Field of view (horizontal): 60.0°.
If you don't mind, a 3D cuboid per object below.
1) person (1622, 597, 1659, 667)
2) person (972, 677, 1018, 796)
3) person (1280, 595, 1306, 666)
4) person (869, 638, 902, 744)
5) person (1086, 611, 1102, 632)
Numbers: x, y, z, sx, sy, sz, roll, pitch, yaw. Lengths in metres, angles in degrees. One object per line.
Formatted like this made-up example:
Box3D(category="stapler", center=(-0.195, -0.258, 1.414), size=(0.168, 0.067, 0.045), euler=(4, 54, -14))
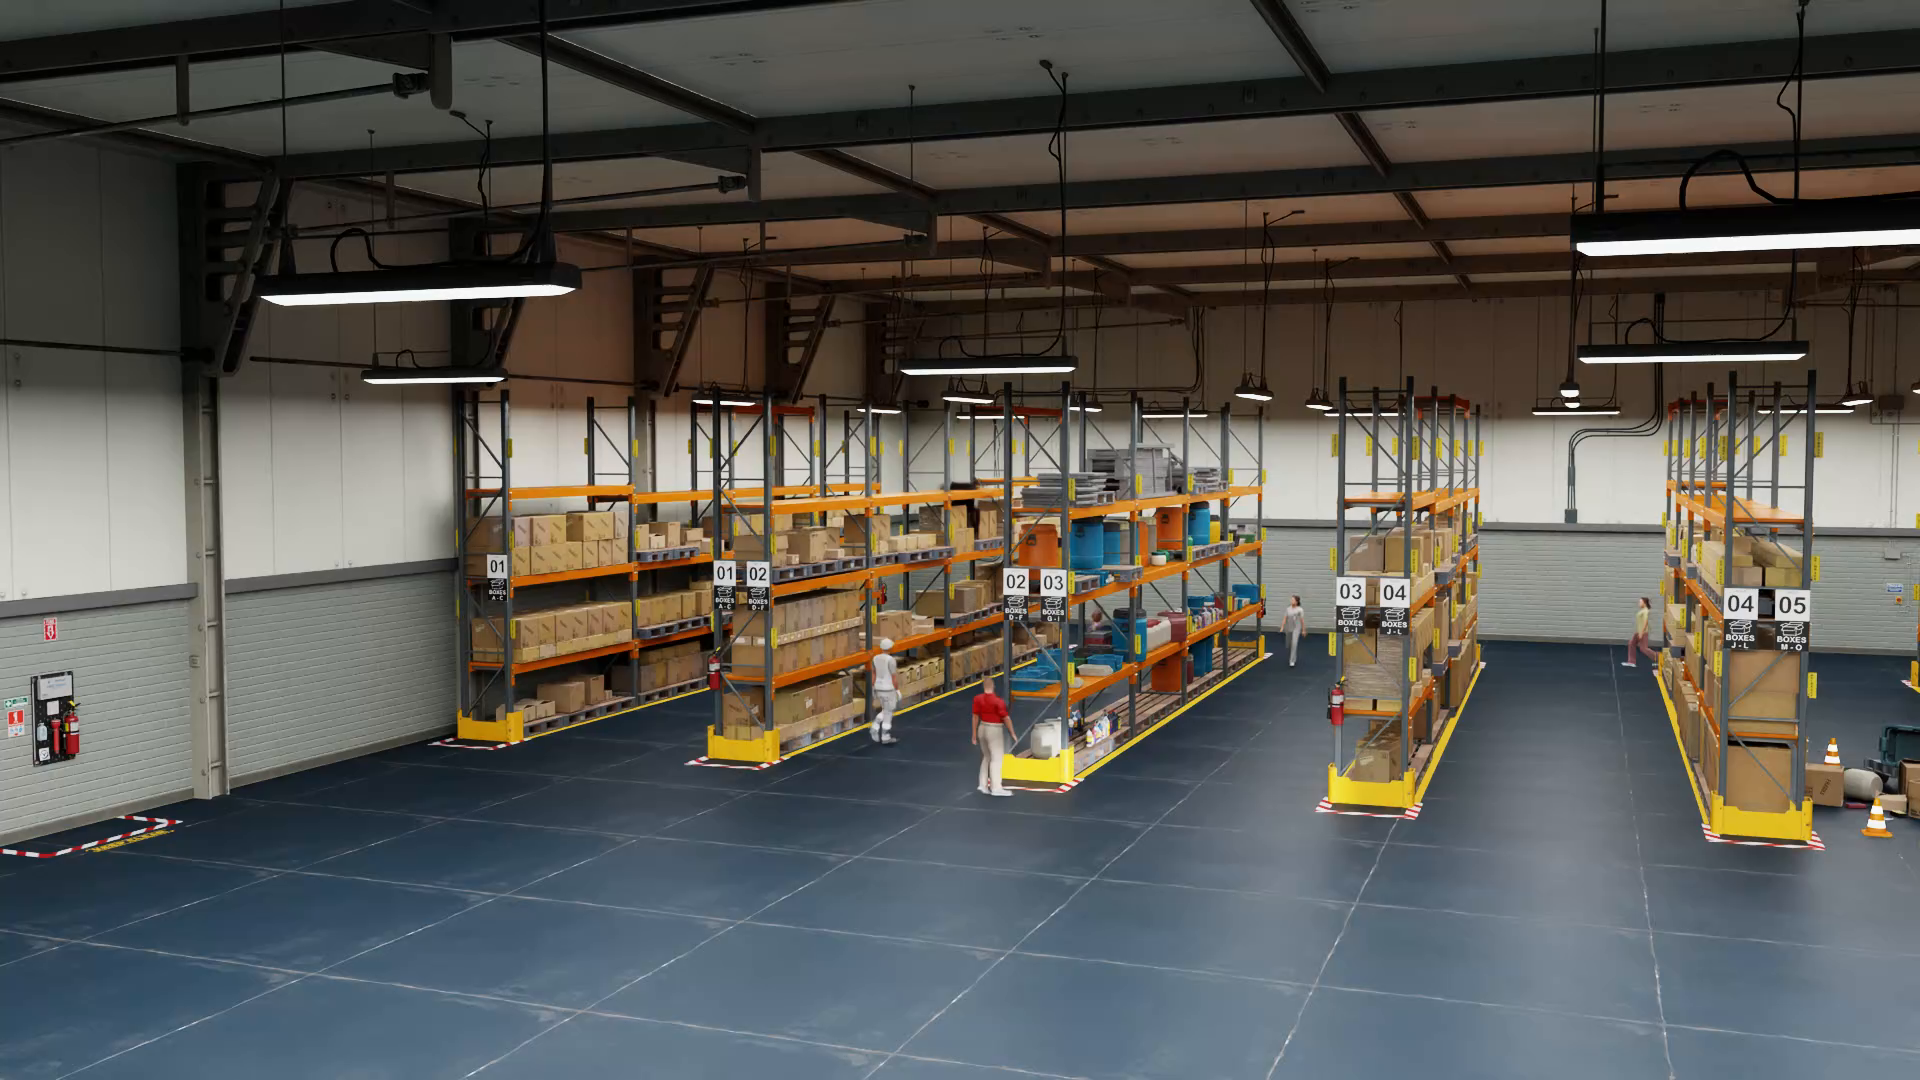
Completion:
Box3D(category="person", center=(15.560, 2.102, 37.851), size=(0.890, 1.616, 0.552), euler=(1, 3, 19))
Box3D(category="person", center=(0.497, 2.846, 23.947), size=(0.545, 1.782, 0.584), euler=(-2, 4, -33))
Box3D(category="person", center=(7.692, 2.086, 38.377), size=(0.575, 1.597, 0.954), euler=(1, 3, 21))
Box3D(category="person", center=(-1.263, 2.547, 28.074), size=(0.497, 1.781, 0.541), euler=(-2, 4, -36))
Box3D(category="person", center=(2.666, 2.283, 33.675), size=(0.471, 1.514, 0.437), euler=(0, 3, 0))
